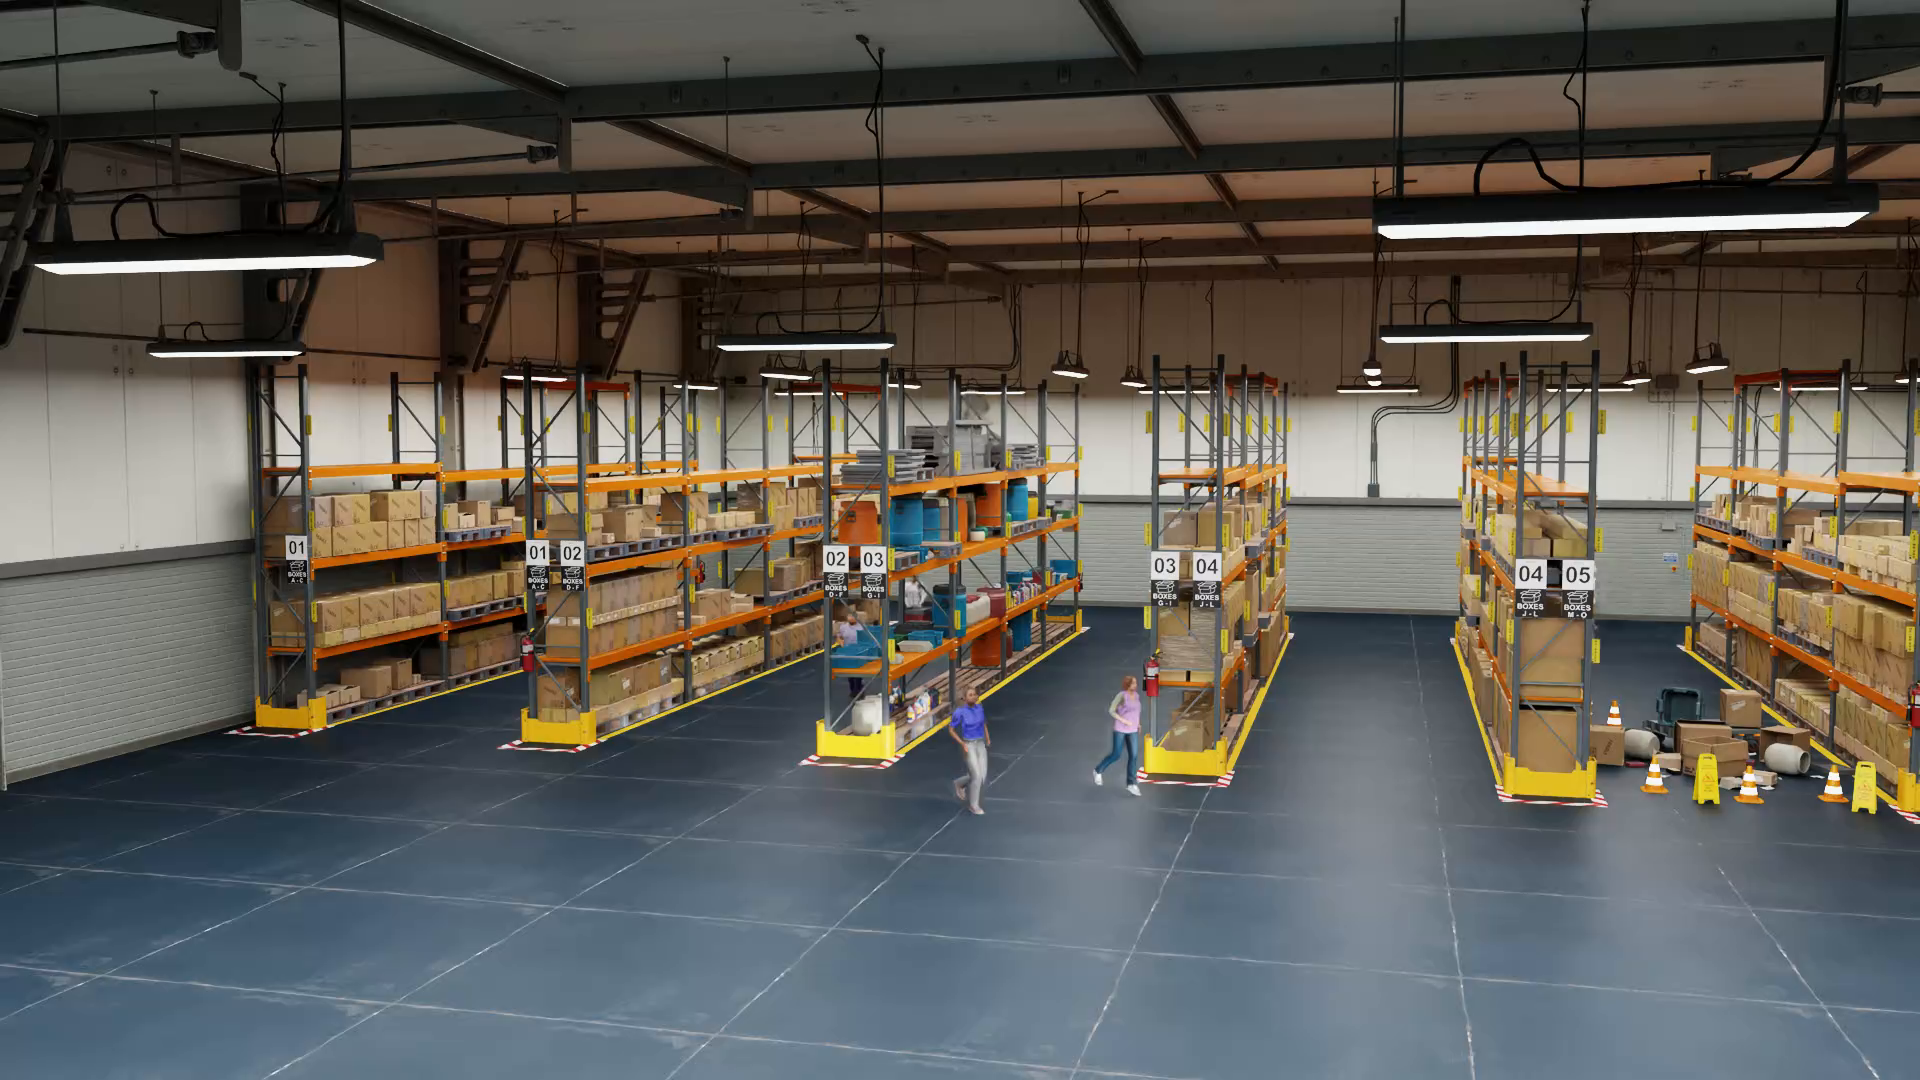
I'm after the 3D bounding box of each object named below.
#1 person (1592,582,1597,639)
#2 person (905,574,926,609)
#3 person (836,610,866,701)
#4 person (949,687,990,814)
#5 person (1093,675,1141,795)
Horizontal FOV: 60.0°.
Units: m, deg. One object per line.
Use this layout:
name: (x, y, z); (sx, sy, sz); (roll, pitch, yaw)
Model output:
person: (14.556, 1.468, 38.745); (0.599, 1.729, 0.682); (1, 4, 17)
person: (-1.106, 1.518, 38.843); (0.560, 1.650, 0.521); (0, 4, -4)
person: (-1.956, 2.117, 30.262); (0.597, 1.679, 0.695); (1, 4, 10)
person: (0.117, 2.718, 21.632); (0.576, 1.625, 0.611); (-3, 5, -38)
person: (2.286, 2.634, 22.767); (0.607, 1.571, 0.873); (-3, 5, -34)
